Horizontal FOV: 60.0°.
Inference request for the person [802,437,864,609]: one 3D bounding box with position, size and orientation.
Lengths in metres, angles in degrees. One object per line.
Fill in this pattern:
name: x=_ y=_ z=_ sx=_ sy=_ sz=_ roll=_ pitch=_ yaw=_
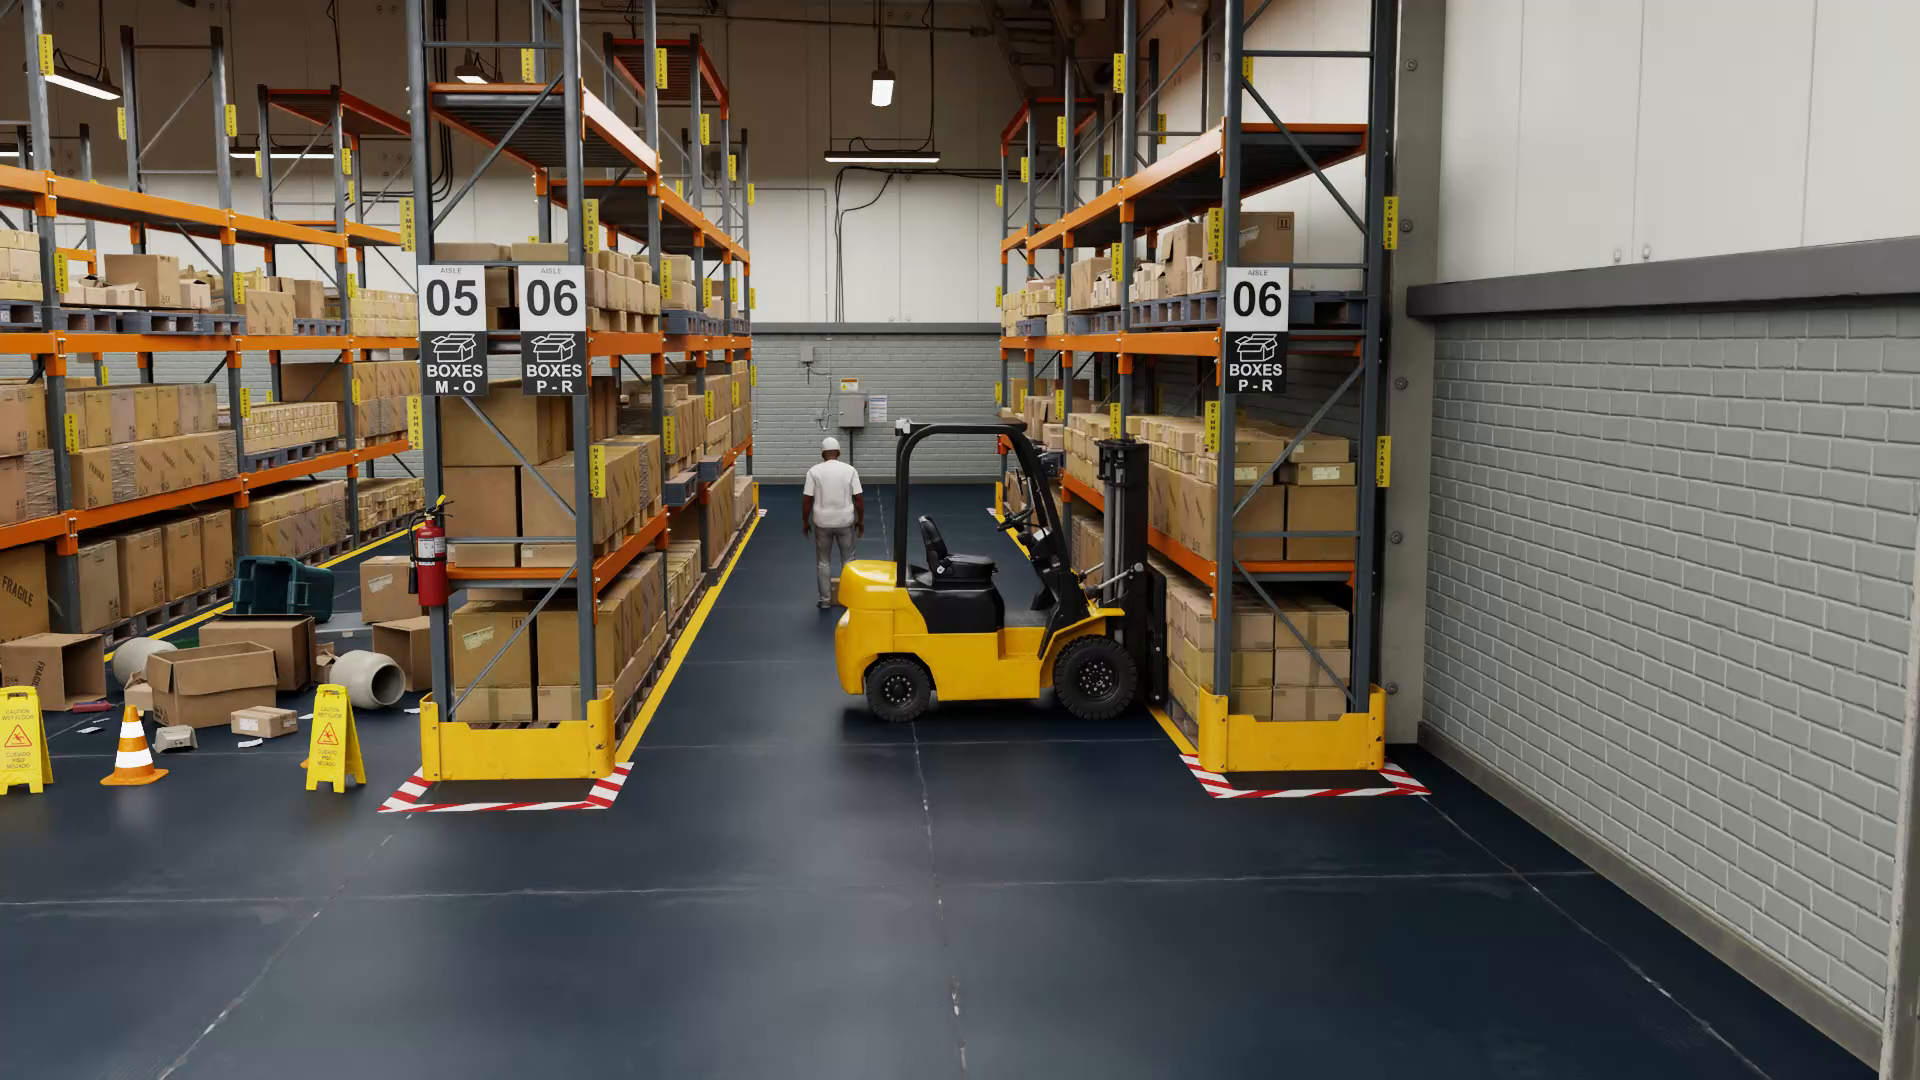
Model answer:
person: x=-1.307 y=-0.179 z=17.165 sx=0.636 sy=1.761 sz=0.454 roll=-1 pitch=7 yaw=-7
